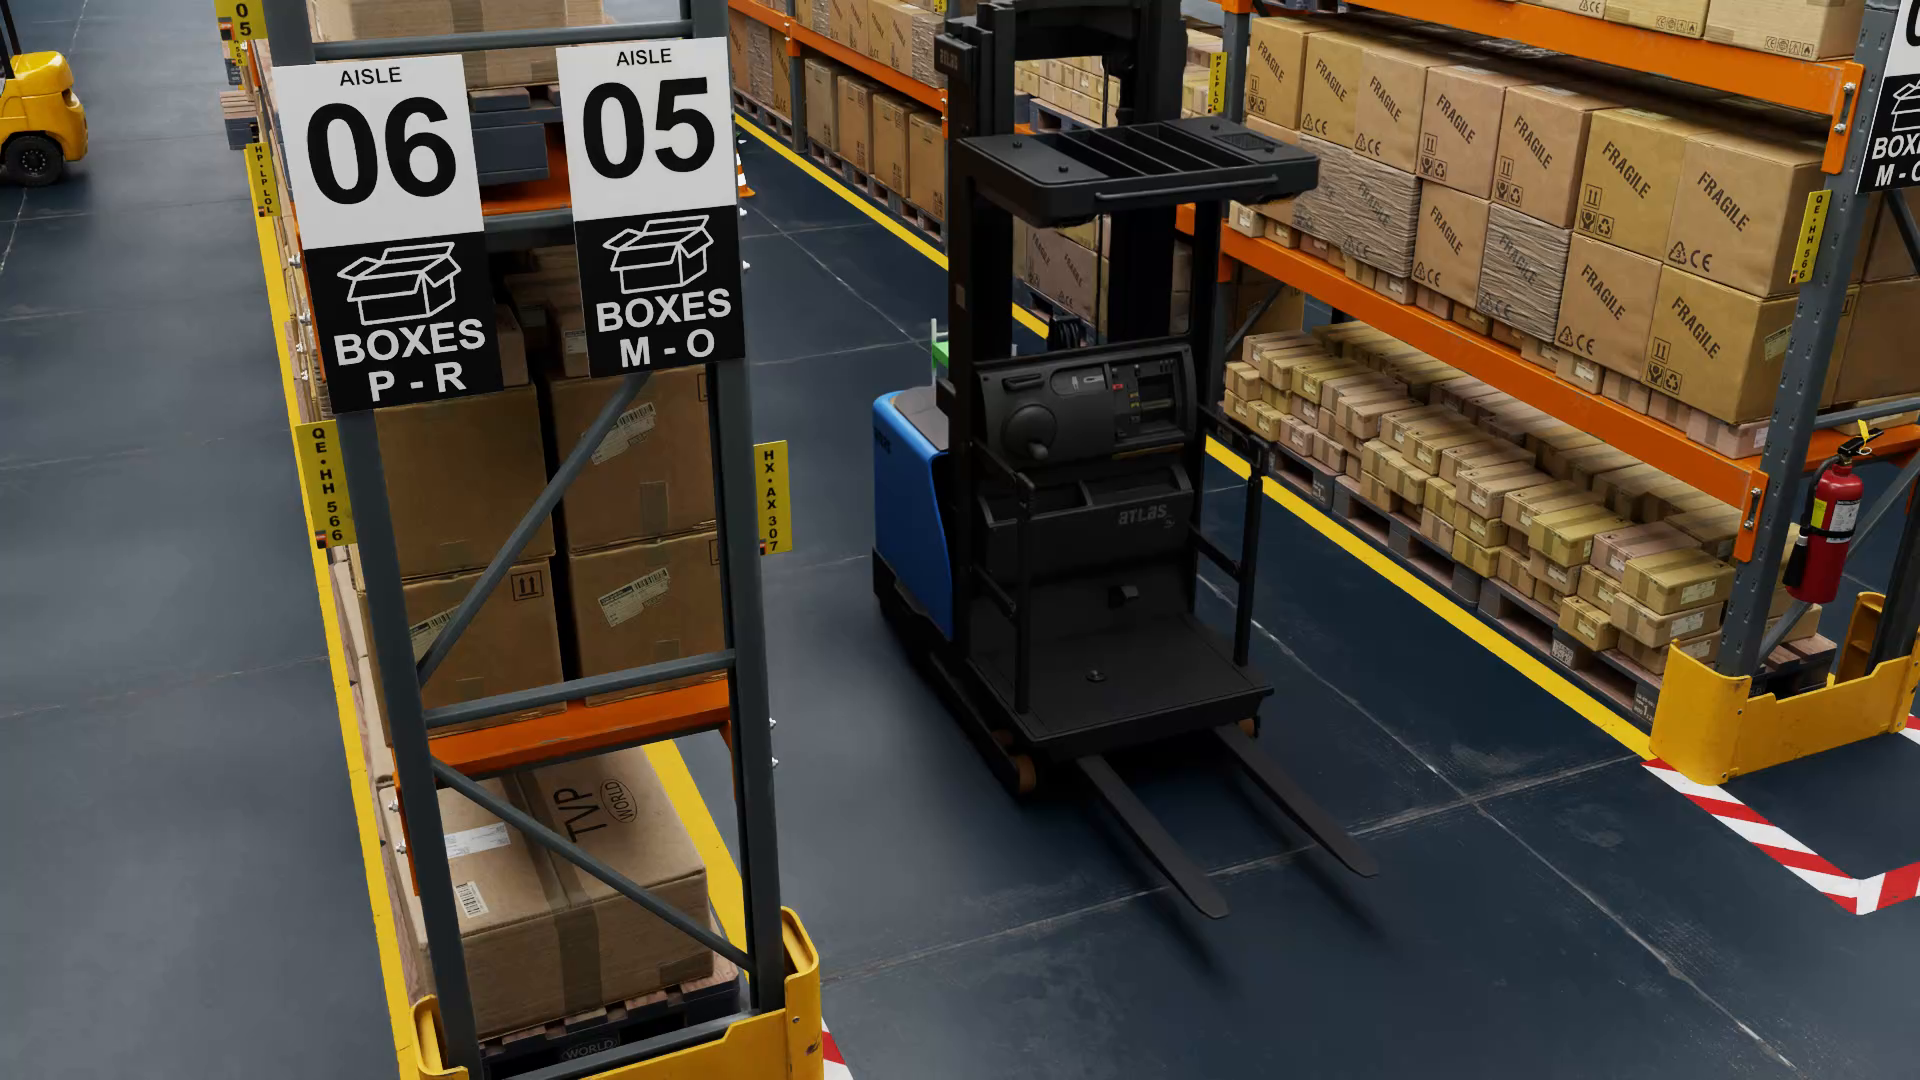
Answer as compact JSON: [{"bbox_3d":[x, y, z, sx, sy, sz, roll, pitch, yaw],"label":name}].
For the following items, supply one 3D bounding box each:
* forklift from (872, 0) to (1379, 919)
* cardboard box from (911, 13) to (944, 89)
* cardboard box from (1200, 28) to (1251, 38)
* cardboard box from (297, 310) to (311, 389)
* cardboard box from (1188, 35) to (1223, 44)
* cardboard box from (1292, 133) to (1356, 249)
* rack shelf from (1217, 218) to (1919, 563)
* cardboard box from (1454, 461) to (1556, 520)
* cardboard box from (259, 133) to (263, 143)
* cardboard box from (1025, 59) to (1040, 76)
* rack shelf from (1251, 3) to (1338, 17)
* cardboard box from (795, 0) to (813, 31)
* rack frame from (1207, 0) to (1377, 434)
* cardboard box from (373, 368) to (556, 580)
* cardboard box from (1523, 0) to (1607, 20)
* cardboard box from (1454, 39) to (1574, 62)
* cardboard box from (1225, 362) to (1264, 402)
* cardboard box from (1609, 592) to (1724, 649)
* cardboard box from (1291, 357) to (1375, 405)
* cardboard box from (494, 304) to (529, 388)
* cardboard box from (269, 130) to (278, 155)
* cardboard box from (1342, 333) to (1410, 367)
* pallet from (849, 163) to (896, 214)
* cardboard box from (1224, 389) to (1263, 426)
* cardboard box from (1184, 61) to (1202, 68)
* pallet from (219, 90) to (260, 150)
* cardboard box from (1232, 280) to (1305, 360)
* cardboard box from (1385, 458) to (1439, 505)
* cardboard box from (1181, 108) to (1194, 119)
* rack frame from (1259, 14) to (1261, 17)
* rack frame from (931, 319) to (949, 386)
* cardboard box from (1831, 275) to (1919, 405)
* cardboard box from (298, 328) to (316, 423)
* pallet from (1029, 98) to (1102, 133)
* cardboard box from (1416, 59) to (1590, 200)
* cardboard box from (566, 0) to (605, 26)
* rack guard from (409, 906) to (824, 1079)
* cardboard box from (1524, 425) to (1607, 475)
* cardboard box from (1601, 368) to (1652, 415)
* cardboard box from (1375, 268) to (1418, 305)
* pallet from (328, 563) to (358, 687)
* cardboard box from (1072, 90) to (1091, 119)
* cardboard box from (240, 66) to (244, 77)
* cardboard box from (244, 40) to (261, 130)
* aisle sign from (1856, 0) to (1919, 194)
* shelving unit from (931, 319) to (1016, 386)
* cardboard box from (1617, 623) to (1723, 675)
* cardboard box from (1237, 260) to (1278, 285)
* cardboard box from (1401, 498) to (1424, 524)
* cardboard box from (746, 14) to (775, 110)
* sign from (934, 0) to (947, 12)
[{"bbox_3d":[0.600,-0.507,6.449,1.130,2.935,3.031,-10,28,-20],"label":"forklift"},{"bbox_3d":[-0.061,-3.895,13.194,0.500,0.500,0.500,-11,28,-21],"label":"cardboard box"},{"bbox_3d":[3.048,-5.604,19.179,0.500,0.500,0.500,-2,26,-4],"label":"cardboard box"},{"bbox_3d":[-2.261,-0.613,6.472,0.500,0.500,0.500,-10,28,-20],"label":"cardboard box"},{"bbox_3d":[1.581,-3.311,11.241,0.380,0.149,0.250,-10,28,-19],"label":"cardboard box"},{"bbox_3d":[2.091,-1.836,8.639,0.500,0.500,0.500,-11,28,-21],"label":"cardboard box"},{"bbox_3d":[2.712,-0.969,8.135,1.077,0.370,4.000,-11,28,-21],"label":"rack shelf"},{"bbox_3d":[2.591,-0.238,7.911,0.380,0.149,0.250,-10,28,-19],"label":"cardboard box"},{"bbox_3d":[-3.610,-2.114,9.262,0.500,0.250,0.500,-10,28,-20],"label":"cardboard box"},{"bbox_3d":[0.682,-3.376,11.714,0.380,0.149,0.250,-10,28,-20],"label":"cardboard box"},{"bbox_3d":[4.182,-5.010,16.412,1.077,0.370,4.000,-11,28,-21],"label":"rack shelf"},{"bbox_3d":[-1.246,-5.115,15.694,0.500,0.500,0.500,-10,28,-20],"label":"cardboard box"},{"bbox_3d":[1.929,-2.099,9.631,1.000,3.000,0.127,-11,28,-21],"label":"rack frame"},{"bbox_3d":[-1.428,-0.241,4.571,0.500,0.500,0.500,-10,28,-19],"label":"cardboard box"},{"bbox_3d":[2.685,-2.310,6.815,0.500,0.250,0.500,-9,28,-18],"label":"cardboard box"},{"bbox_3d":[2.756,-2.167,8.177,0.500,0.500,0.500,-10,28,-19],"label":"cardboard box"},{"bbox_3d":[1.776,-0.939,9.687,0.380,0.149,0.250,-9,28,-18],"label":"cardboard box"},{"bbox_3d":[3.026,0.310,7.127,0.380,0.149,0.250,-11,28,-22],"label":"cardboard box"},{"bbox_3d":[2.071,-0.885,9.235,0.380,0.149,0.250,-11,28,-21],"label":"cardboard box"},{"bbox_3d":[-1.345,-0.489,4.341,0.380,0.149,0.250,-10,28,-20],"label":"cardboard box"},{"bbox_3d":[-2.623,-1.468,7.085,0.500,0.500,0.500,-10,28,-20],"label":"cardboard box"},{"bbox_3d":[2.444,-1.079,9.634,0.380,0.149,0.250,-10,28,-20],"label":"cardboard box"},{"bbox_3d":[-0.351,-3.284,15.236,1.003,0.211,1.213,-11,28,-21],"label":"pallet"},{"bbox_3d":[1.776,-0.805,9.750,0.380,0.149,0.250,-12,28,-23],"label":"cardboard box"},{"bbox_3d":[1.283,-2.890,10.380,0.380,0.149,0.250,-11,28,-21],"label":"cardboard box"},{"bbox_3d":[-4.530,-3.006,11.706,1.213,0.211,1.003,-11,28,-21],"label":"pallet"},{"bbox_3d":[1.883,-1.509,10.791,0.500,0.500,0.500,-9,28,-19],"label":"cardboard box"},{"bbox_3d":[2.389,-0.319,8.417,0.380,0.149,0.250,-10,28,-20],"label":"cardboard box"},{"bbox_3d":[1.487,-2.542,10.005,0.380,0.149,0.250,-10,28,-20],"label":"cardboard box"},{"bbox_3d":[3.399,-6.140,17.907,1.000,3.000,0.127,-11,28,-21],"label":"rack frame"},{"bbox_3d":[-0.028,-0.576,8.562,0.240,1.200,0.015,-10,28,-20],"label":"rack frame"},{"bbox_3d":[3.574,-0.892,6.705,0.500,0.500,0.500,-9,28,-18],"label":"cardboard box"},{"bbox_3d":[-2.903,-0.678,8.664,0.875,0.875,0.875,-10,28,-19],"label":"cardboard box"},{"bbox_3d":[1.175,-2.836,11.358,1.003,0.211,1.213,-11,28,-21],"label":"pallet"},{"bbox_3d":[2.467,-1.880,7.590,0.500,0.500,0.500,-12,28,-22],"label":"cardboard box"},{"bbox_3d":[-1.234,-1.541,4.761,0.380,0.149,0.250,-10,28,-19],"label":"cardboard box"},{"bbox_3d":[-1.011,1.540,5.026,1.175,0.500,0.348,-11,28,-21],"label":"rack guard"},{"bbox_3d":[3.069,-0.457,8.360,0.380,0.149,0.250,-10,28,-20],"label":"cardboard box"},{"bbox_3d":[2.932,-0.660,6.970,0.380,0.149,0.250,-11,28,-21],"label":"cardboard box"},{"bbox_3d":[2.299,-1.293,8.265,0.380,0.149,0.250,-9,28,-18],"label":"cardboard box"},{"bbox_3d":[-2.361,0.366,7.761,1.003,0.211,1.213,-11,28,-21],"label":"pallet"},{"bbox_3d":[0.973,-2.934,11.149,0.380,0.149,0.250,-12,28,-22],"label":"cardboard box"},{"bbox_3d":[-4.799,-3.533,11.635,0.500,0.500,0.500,-11,28,-21],"label":"cardboard box"},{"bbox_3d":[-3.793,-2.666,9.537,0.500,0.500,0.500,-10,28,-19],"label":"cardboard box"},{"bbox_3d":[3.248,-1.572,5.587,0.394,0.787,0.004,-11,28,-21],"label":"aisle sign"},{"bbox_3d":[0.063,-0.477,8.358,0.258,1.200,0.503,-10,28,-20],"label":"shelving unit"},{"bbox_3d":[3.097,0.431,7.219,0.380,0.149,0.250,-10,28,-20],"label":"cardboard box"},{"bbox_3d":[1.882,-1.845,10.627,0.500,0.250,0.500,-12,28,-23],"label":"cardboard box"},{"bbox_3d":[2.494,-0.195,8.501,0.380,0.149,0.250,-10,28,-19],"label":"cardboard box"},{"bbox_3d":[-1.743,-5.192,17.908,0.875,0.875,0.875,-10,28,-20],"label":"cardboard box"},{"bbox_3d":[-0.147,-4.138,12.486,0.100,0.325,0.005,-11,28,-21],"label":"sign"}]
